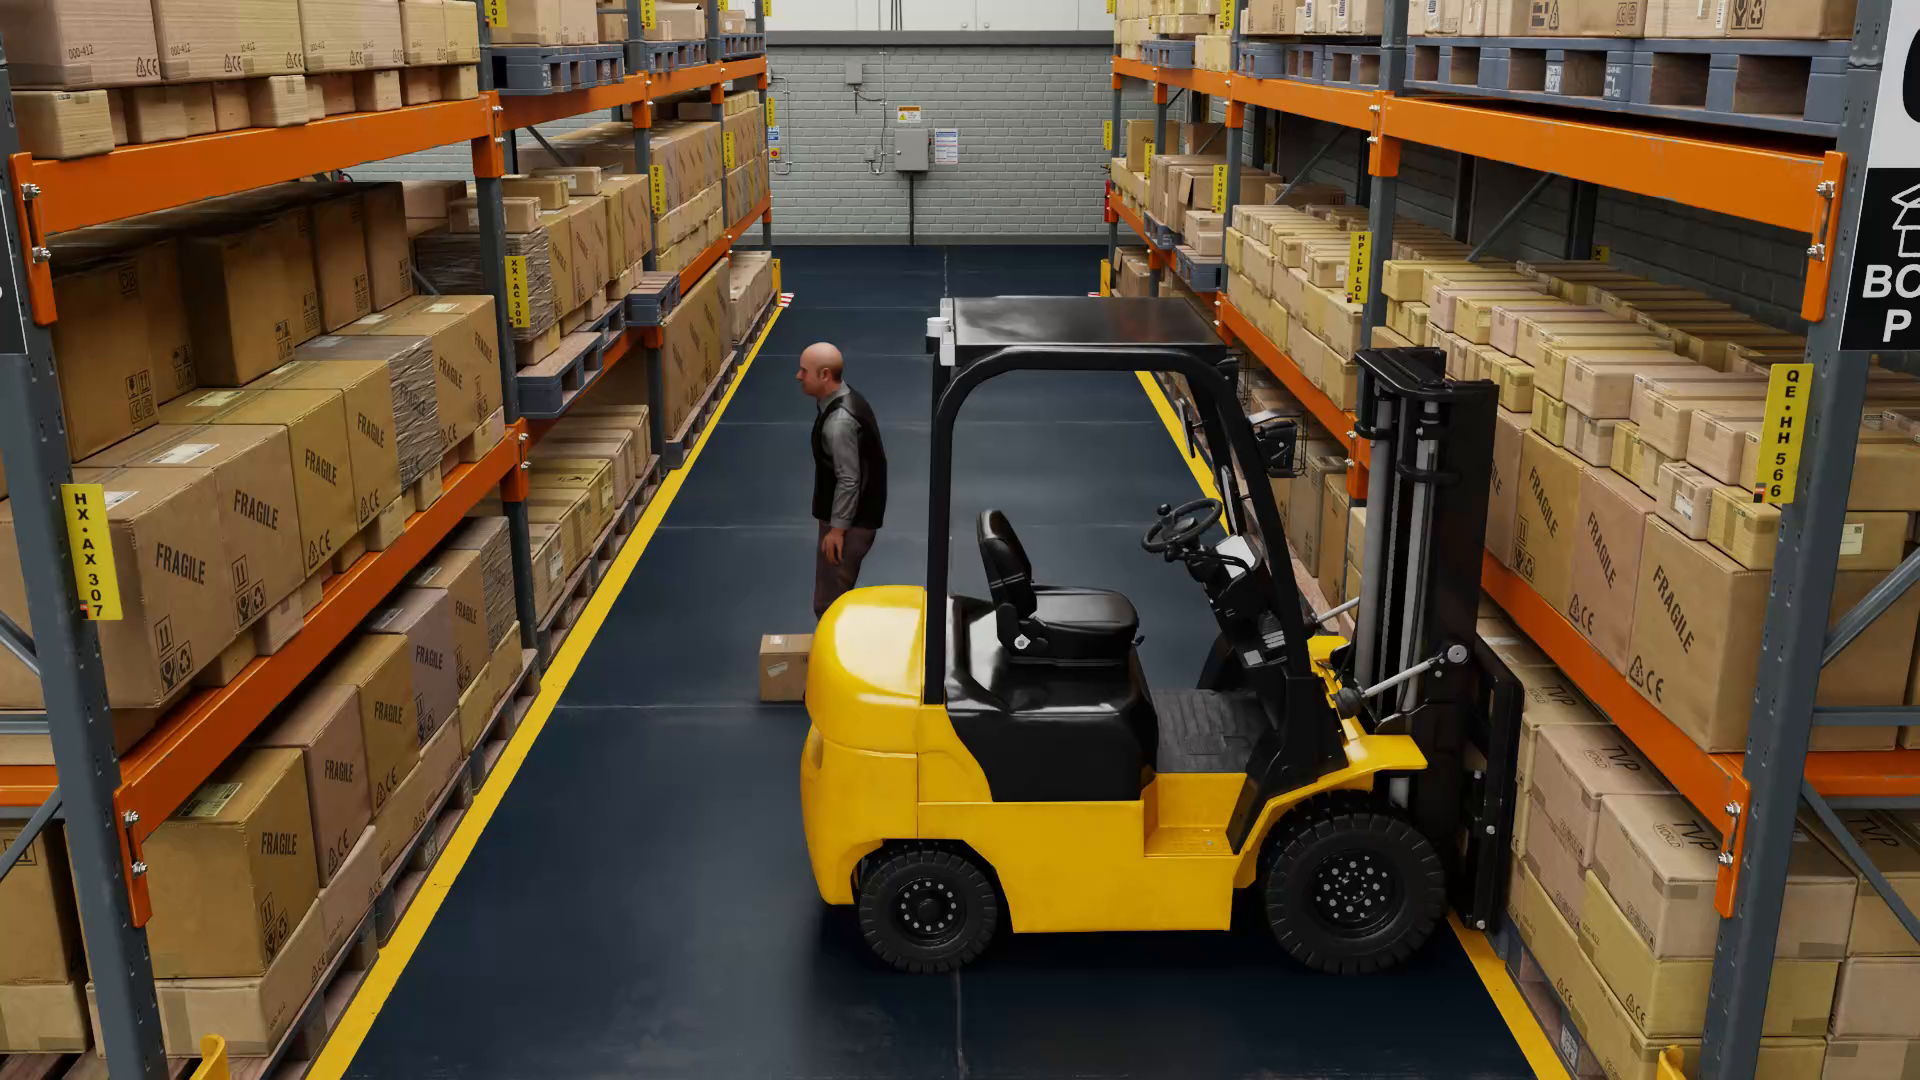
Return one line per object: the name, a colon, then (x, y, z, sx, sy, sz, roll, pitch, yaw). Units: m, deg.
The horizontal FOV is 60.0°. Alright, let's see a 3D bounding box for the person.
person: (-0.553, -0.087, 7.871, 0.422, 1.719, 0.581, -1, 17, -4)
